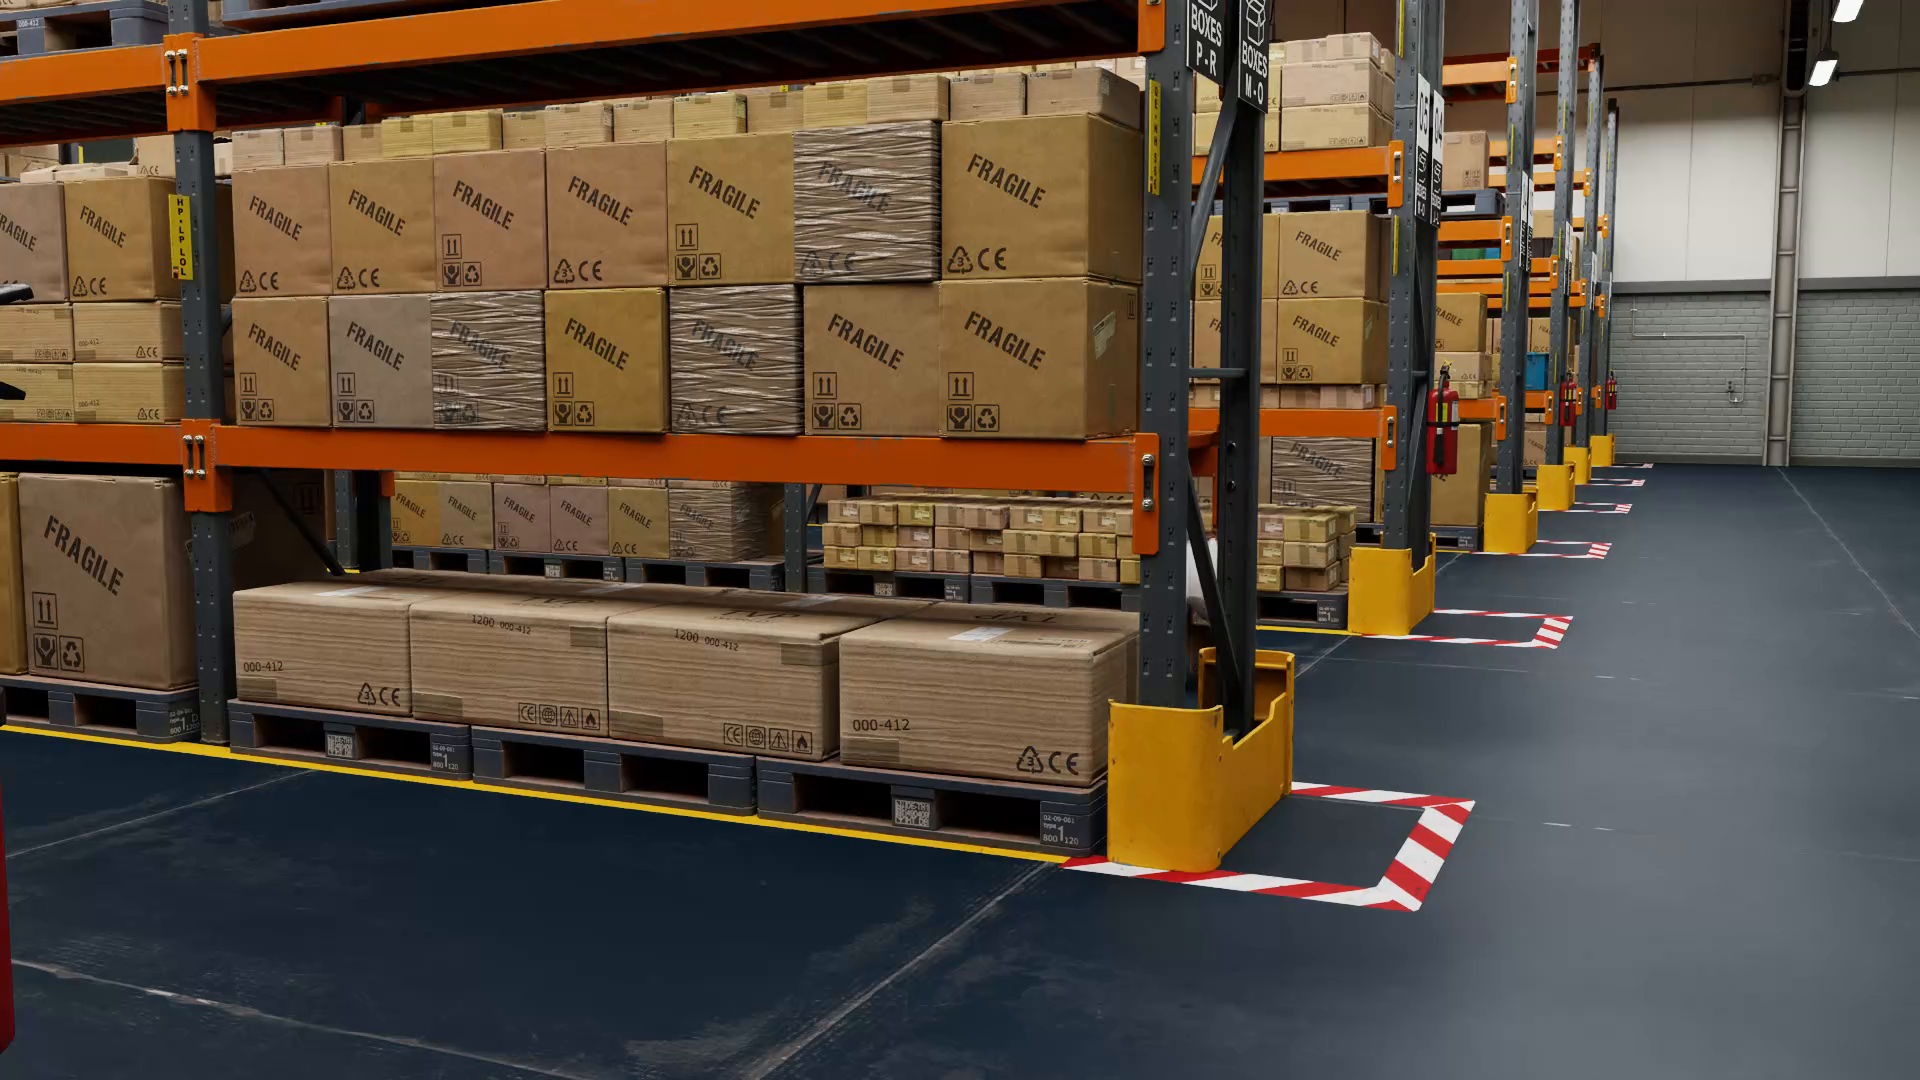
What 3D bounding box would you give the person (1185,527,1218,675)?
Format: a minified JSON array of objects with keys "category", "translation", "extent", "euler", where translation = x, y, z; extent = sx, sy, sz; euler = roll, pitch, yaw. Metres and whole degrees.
[{"category":"person","translation":[1.202,0.332,8.167],"extent":[0.456,0.765,0.861],"euler":[2,6,22]}]
